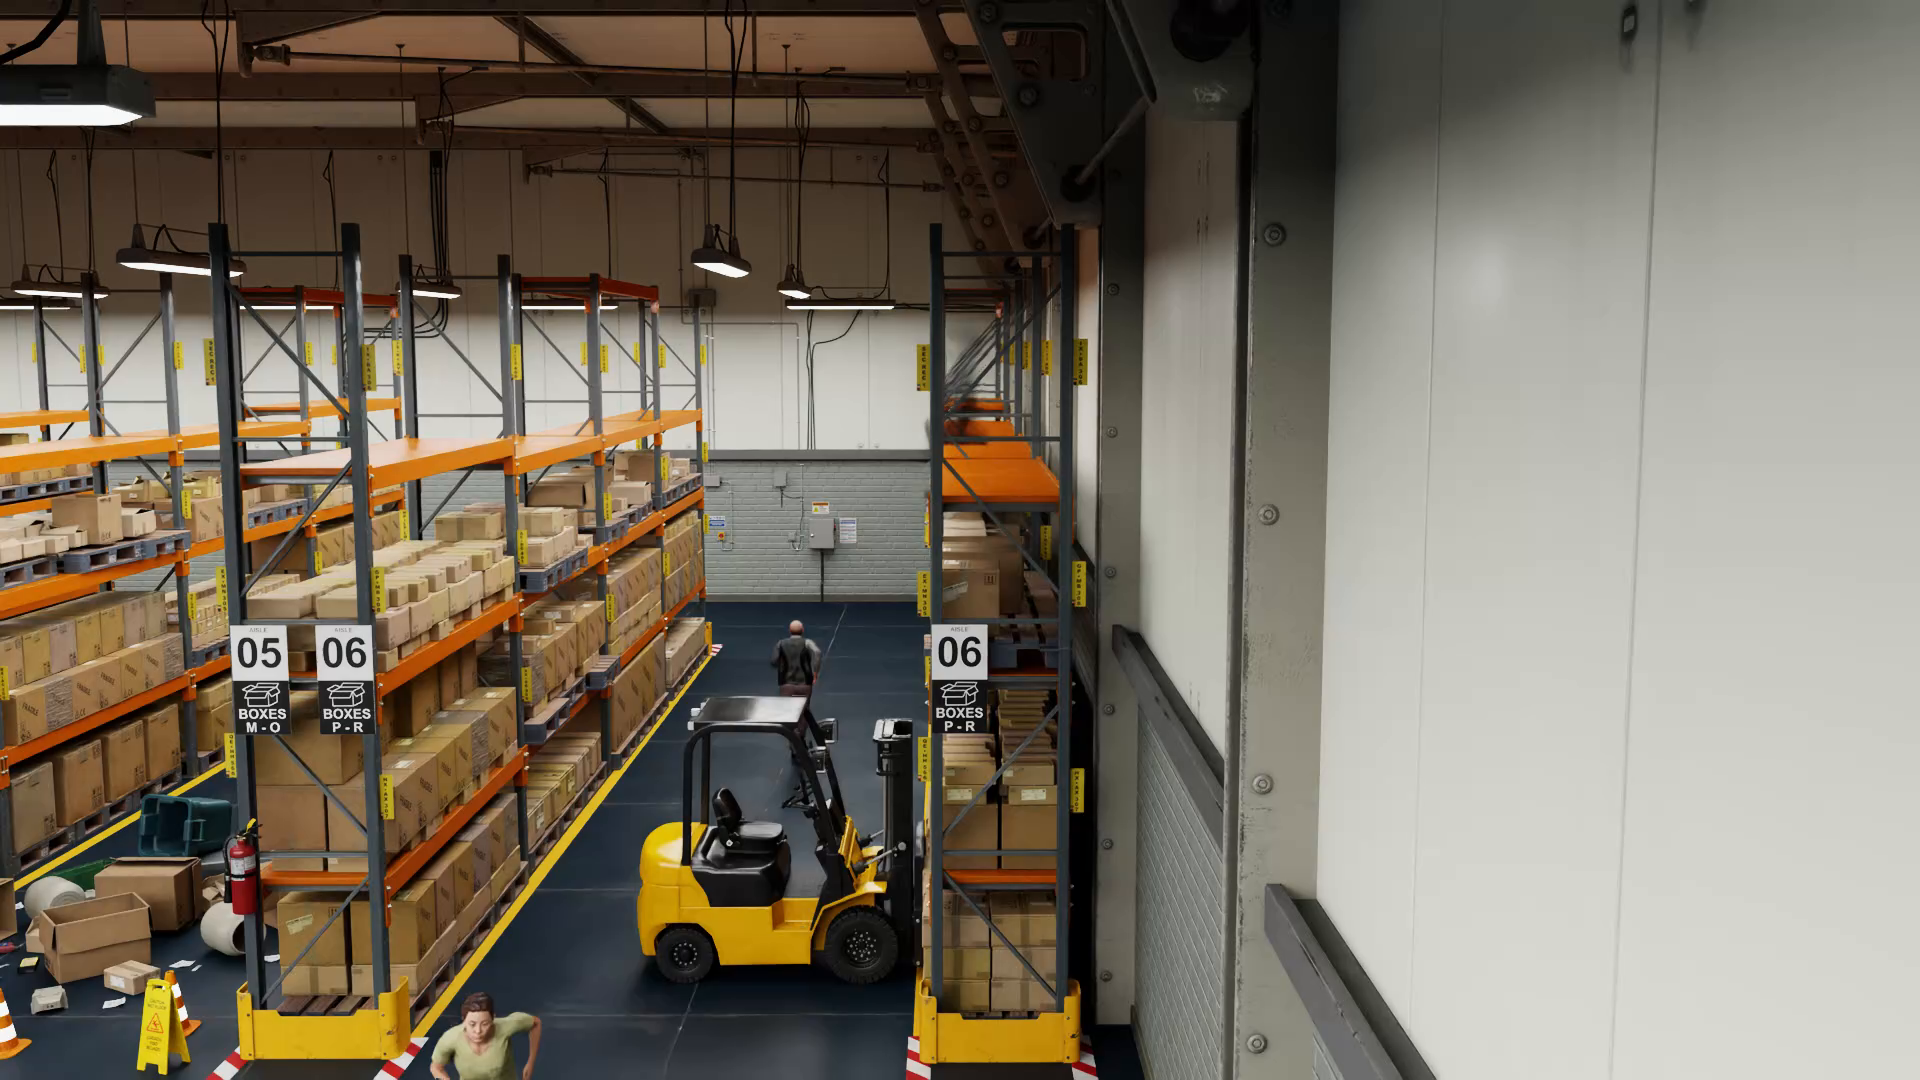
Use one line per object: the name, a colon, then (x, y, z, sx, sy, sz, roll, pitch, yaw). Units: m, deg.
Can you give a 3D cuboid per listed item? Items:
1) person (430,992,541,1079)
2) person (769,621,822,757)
person: (-2.733, 3.281, 9.651, 0.617, 1.627, 0.974, -2, 7, -14)
person: (-2.060, 1.890, 20.905, 0.650, 1.704, 0.945, -1, 7, -8)
